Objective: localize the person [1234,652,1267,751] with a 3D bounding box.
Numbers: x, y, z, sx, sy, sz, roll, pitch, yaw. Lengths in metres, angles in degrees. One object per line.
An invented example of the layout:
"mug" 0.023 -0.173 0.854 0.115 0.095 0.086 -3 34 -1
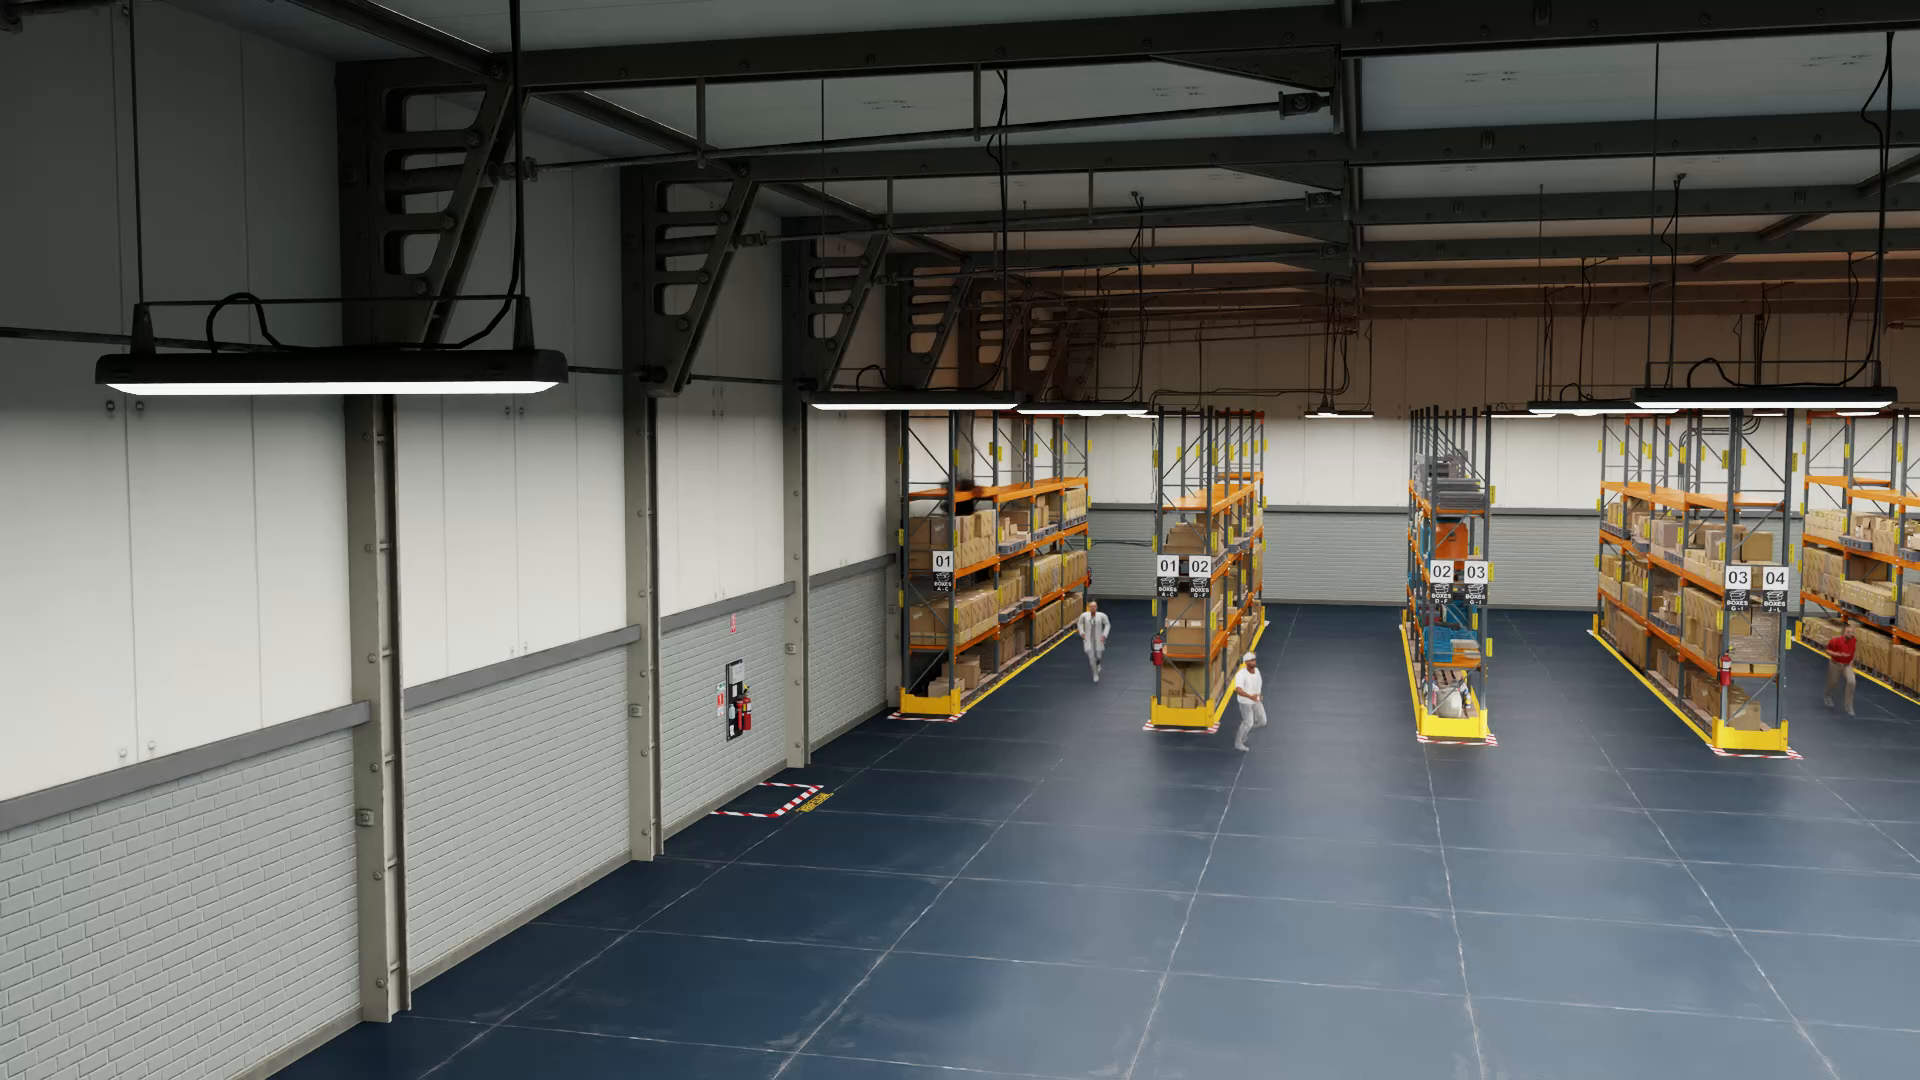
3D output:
"person" 5.058 2.798 28.788 0.739 1.720 0.647 -3 5 -39

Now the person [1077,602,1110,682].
"person" 2.950 2.226 36.782 0.734 1.745 0.723 1 4 7

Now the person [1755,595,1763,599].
"person" 21.015 1.697 44.180 0.723 1.789 0.771 -4 6 -43

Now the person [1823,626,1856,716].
"person" 17.335 2.539 32.785 0.658 1.752 1.015 0 4 5
